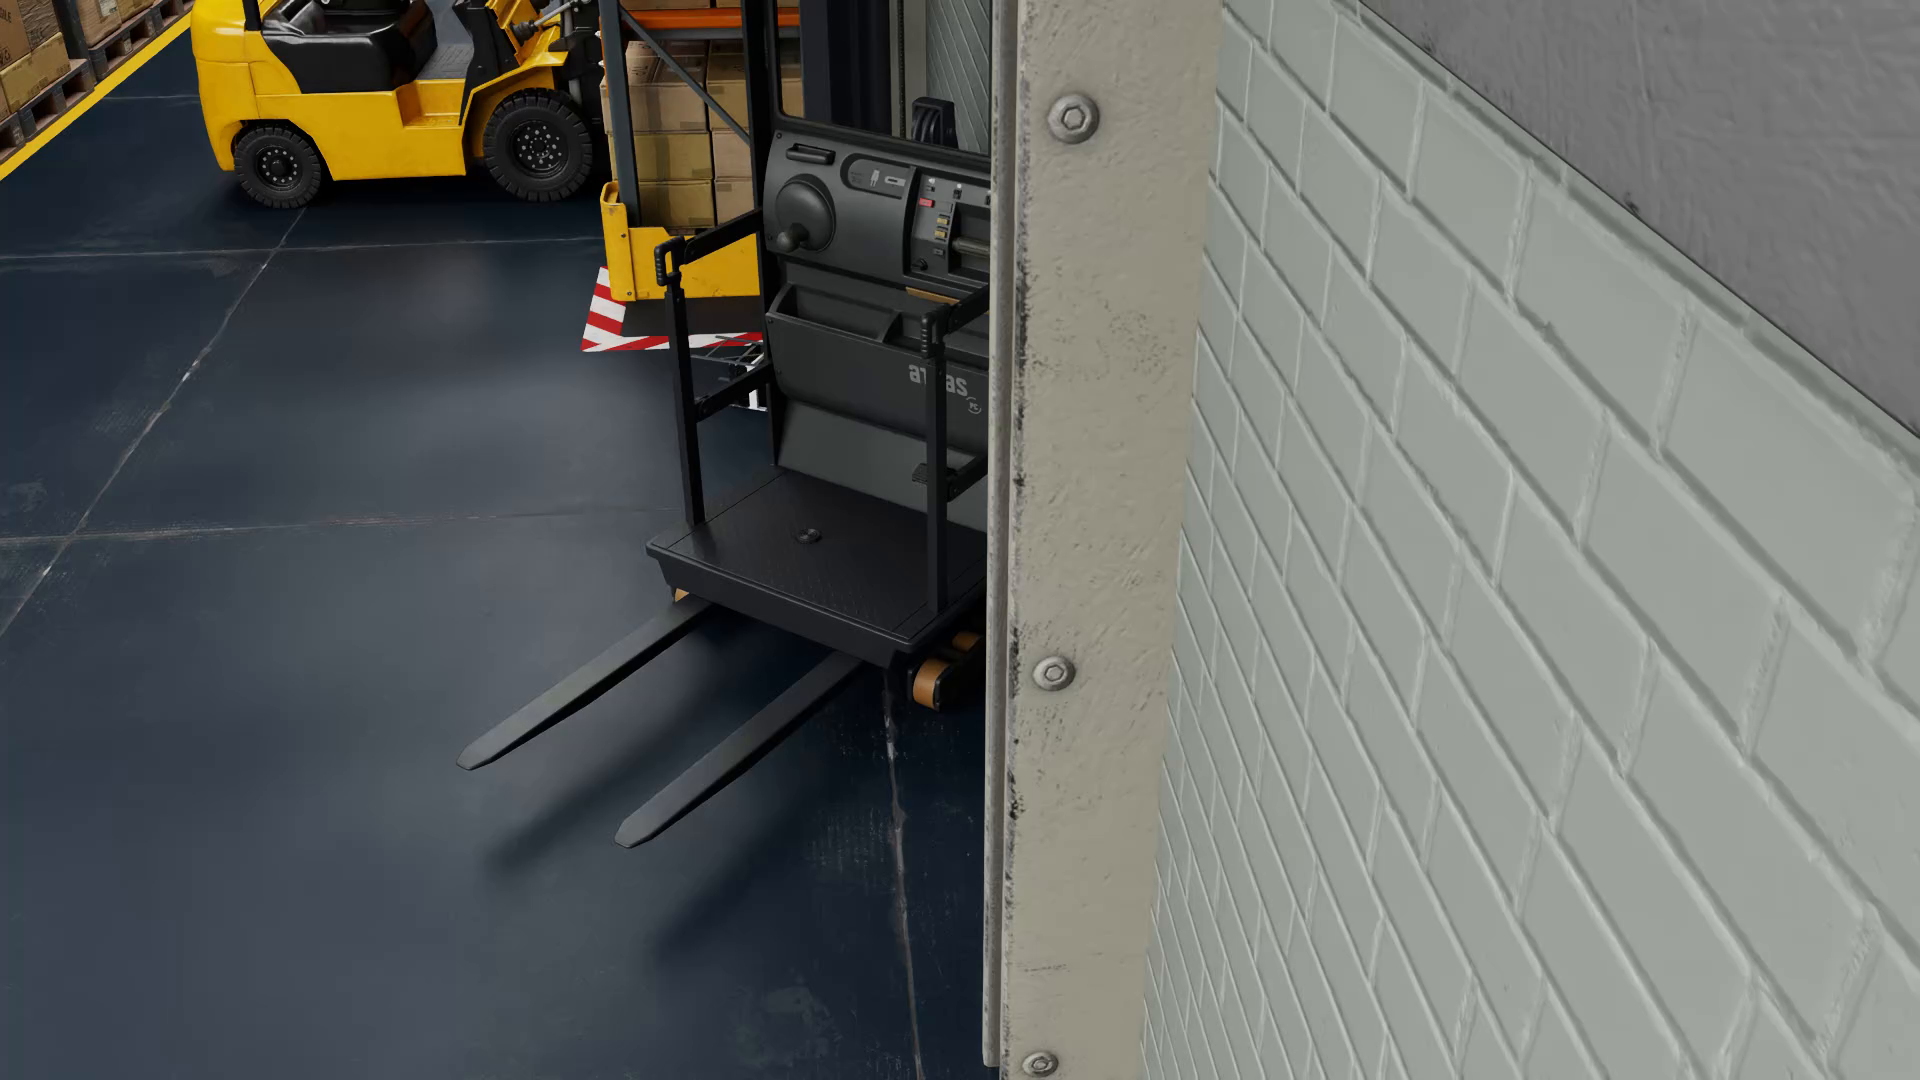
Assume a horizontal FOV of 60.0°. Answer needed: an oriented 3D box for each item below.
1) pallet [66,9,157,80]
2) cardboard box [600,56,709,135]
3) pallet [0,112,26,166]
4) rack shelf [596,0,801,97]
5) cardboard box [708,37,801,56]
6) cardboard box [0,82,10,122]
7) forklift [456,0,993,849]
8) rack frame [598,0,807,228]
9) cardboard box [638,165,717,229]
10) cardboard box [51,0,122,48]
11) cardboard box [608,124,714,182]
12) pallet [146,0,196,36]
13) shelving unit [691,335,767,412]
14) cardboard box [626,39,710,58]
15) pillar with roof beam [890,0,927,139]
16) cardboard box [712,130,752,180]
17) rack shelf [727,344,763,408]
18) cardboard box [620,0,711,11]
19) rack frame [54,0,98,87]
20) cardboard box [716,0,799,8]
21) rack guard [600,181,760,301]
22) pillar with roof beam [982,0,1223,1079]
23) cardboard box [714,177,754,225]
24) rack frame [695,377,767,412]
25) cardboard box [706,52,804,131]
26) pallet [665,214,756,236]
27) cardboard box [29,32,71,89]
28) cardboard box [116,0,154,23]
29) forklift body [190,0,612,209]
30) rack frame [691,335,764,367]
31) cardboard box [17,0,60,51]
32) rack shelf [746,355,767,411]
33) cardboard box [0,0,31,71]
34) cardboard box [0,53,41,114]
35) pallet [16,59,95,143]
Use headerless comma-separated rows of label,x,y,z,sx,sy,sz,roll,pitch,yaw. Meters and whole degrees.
pallet,-6.555,-3.597,12.066,1.003,0.211,1.213,-3,31,-5
cardboard box,-1.519,-2.244,8.378,0.500,0.250,0.500,-2,31,-3
pallet,-6.266,-2.234,9.785,1.003,0.211,1.213,-3,31,-5
rack shelf,-1.352,-3.307,9.562,1.077,0.370,4.000,-3,31,-5
cardboard box,-1.072,-2.533,8.862,0.500,0.250,0.500,-3,31,-5
cardboard box,-6.055,-2.576,9.910,0.500,0.250,0.500,-2,31,-4
forklift,-0.340,-0.989,5.048,1.130,2.935,3.031,18,35,28
rack frame,-1.165,-2.594,7.668,1.000,3.000,0.127,-3,31,-5
cardboard box,-1.524,-1.819,8.642,0.500,0.250,0.500,-3,31,-4
cardboard box,-6.532,-3.717,11.700,0.950,0.372,0.625,-2,31,-4
cardboard box,-1.522,-2.042,8.528,0.500,0.250,0.500,-3,31,-5
pallet,-6.672,-4.221,13.112,1.003,0.211,1.213,-3,31,-5
shelving unit,-0.697,-0.683,7.181,0.900,0.210,0.258,10,32,18
cardboard box,-1.573,-2.504,8.814,0.500,0.250,0.500,-2,31,-4
pillar with roof beam,-4.619,-5.362,6.452,9.100,9.000,0.400,-3,31,-5
cardboard box,-1.003,-2.059,8.556,0.500,0.250,0.500,-2,31,-4
rack shelf,-0.919,-0.723,7.253,0.077,0.200,0.258,10,32,18
cardboard box,-1.473,-2.876,8.042,0.500,0.500,0.500,-3,31,-6
rack frame,-6.481,-4.397,10.686,1.000,3.000,0.127,-3,31,-5
cardboard box,-0.935,-2.904,8.088,0.500,0.500,0.500,-2,31,-3
rack guard,-1.163,-1.509,8.289,1.175,0.500,0.348,-3,31,-5
pillar with roof beam,-4.059,-2.299,1.323,9.100,9.000,0.400,-3,31,-5
cardboard box,-1.017,-1.854,8.701,0.500,0.250,0.500,-3,31,-4
rack frame,-0.696,-0.595,7.232,0.900,0.006,0.240,10,32,18
cardboard box,-1.022,-2.278,8.435,0.500,0.250,0.500,-3,31,-5
pallet,-1.279,-1.786,9.034,1.003,0.211,1.213,-3,31,-5
cardboard box,-6.158,-3.108,10.800,0.500,0.250,0.500,-1,31,-2
cardboard box,-6.603,-4.084,12.314,0.950,0.372,0.625,-1,31,-1
forklift body,-3.159,-3.111,9.360,2.313,2.155,1.214,-3,31,-5
rack frame,-0.698,-0.770,7.129,0.900,0.006,0.240,10,32,18
cardboard box,-6.158,-3.429,10.607,0.500,0.500,0.500,-3,31,-5
rack shelf,-0.834,-0.708,7.225,0.077,0.200,0.258,10,32,18
cardboard box,-6.109,-3.170,10.172,0.500,0.500,0.500,-2,31,-4
cardboard box,-6.098,-2.836,10.345,0.500,0.250,0.500,-4,31,-6
pallet,-6.383,-2.859,10.830,1.003,0.211,1.213,-3,31,-5
